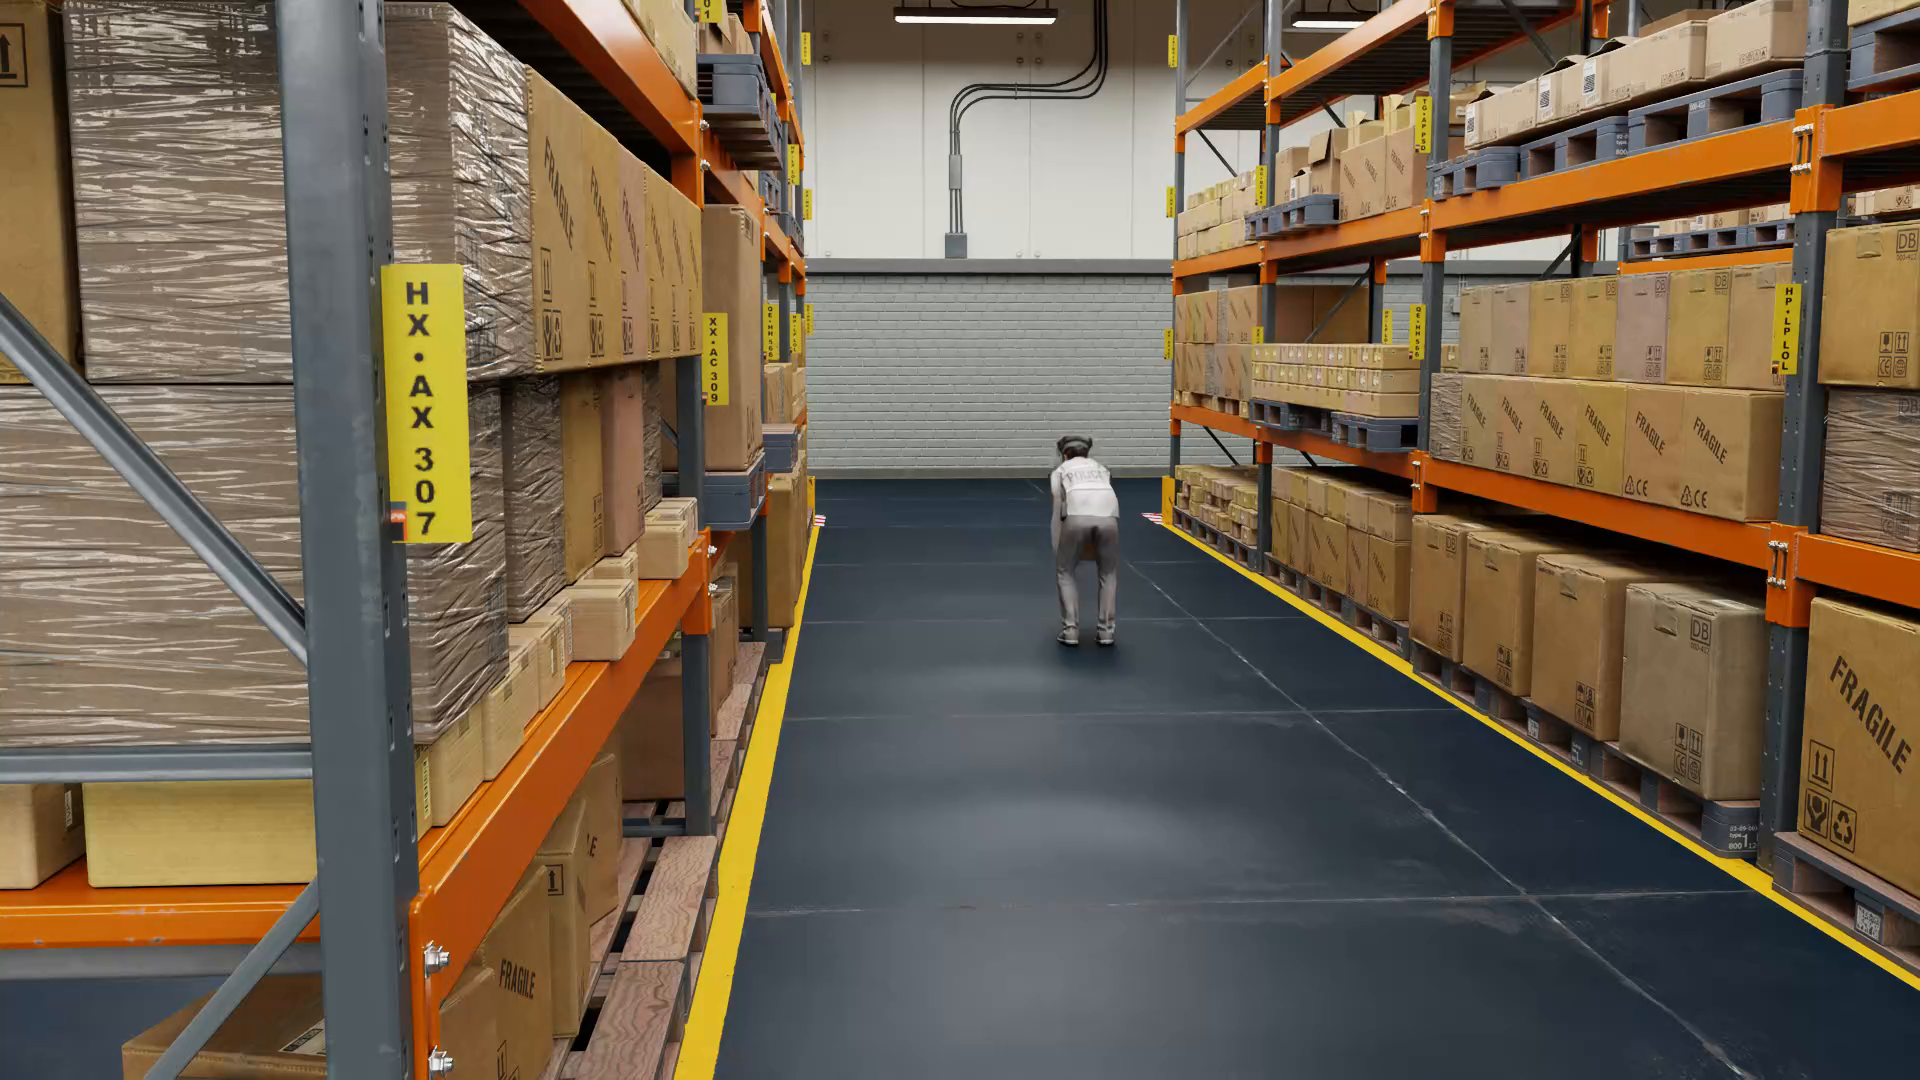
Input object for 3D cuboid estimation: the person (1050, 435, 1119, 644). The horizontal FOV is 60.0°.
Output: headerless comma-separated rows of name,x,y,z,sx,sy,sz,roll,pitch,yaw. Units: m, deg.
person,0.820,-0.012,11.130,0.417,1.359,0.849,-1,7,-5
